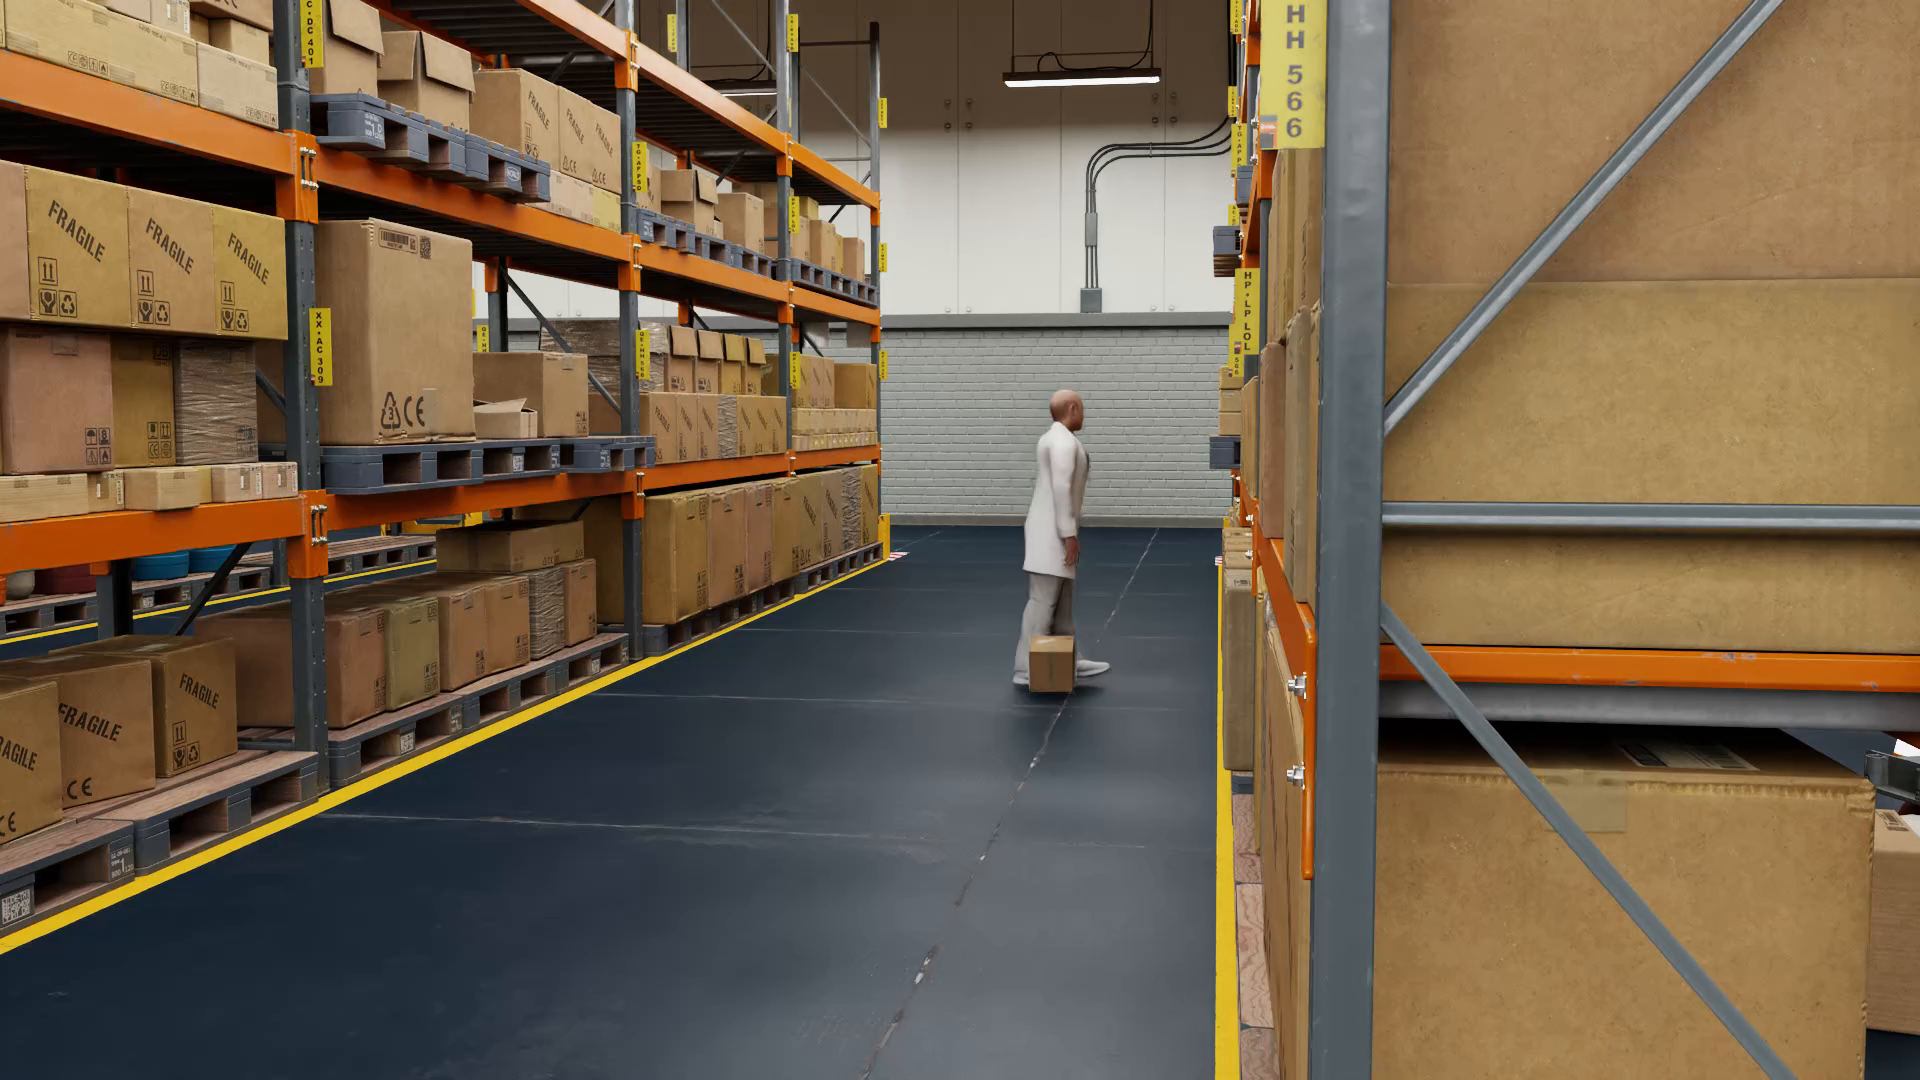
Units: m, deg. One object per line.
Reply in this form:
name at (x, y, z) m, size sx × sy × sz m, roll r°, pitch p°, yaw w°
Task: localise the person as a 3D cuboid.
person at (0.609, -0.016, 10.043) m, size 0.610 × 1.775 × 0.683 m, roll -1°, pitch 4°, yaw -7°
